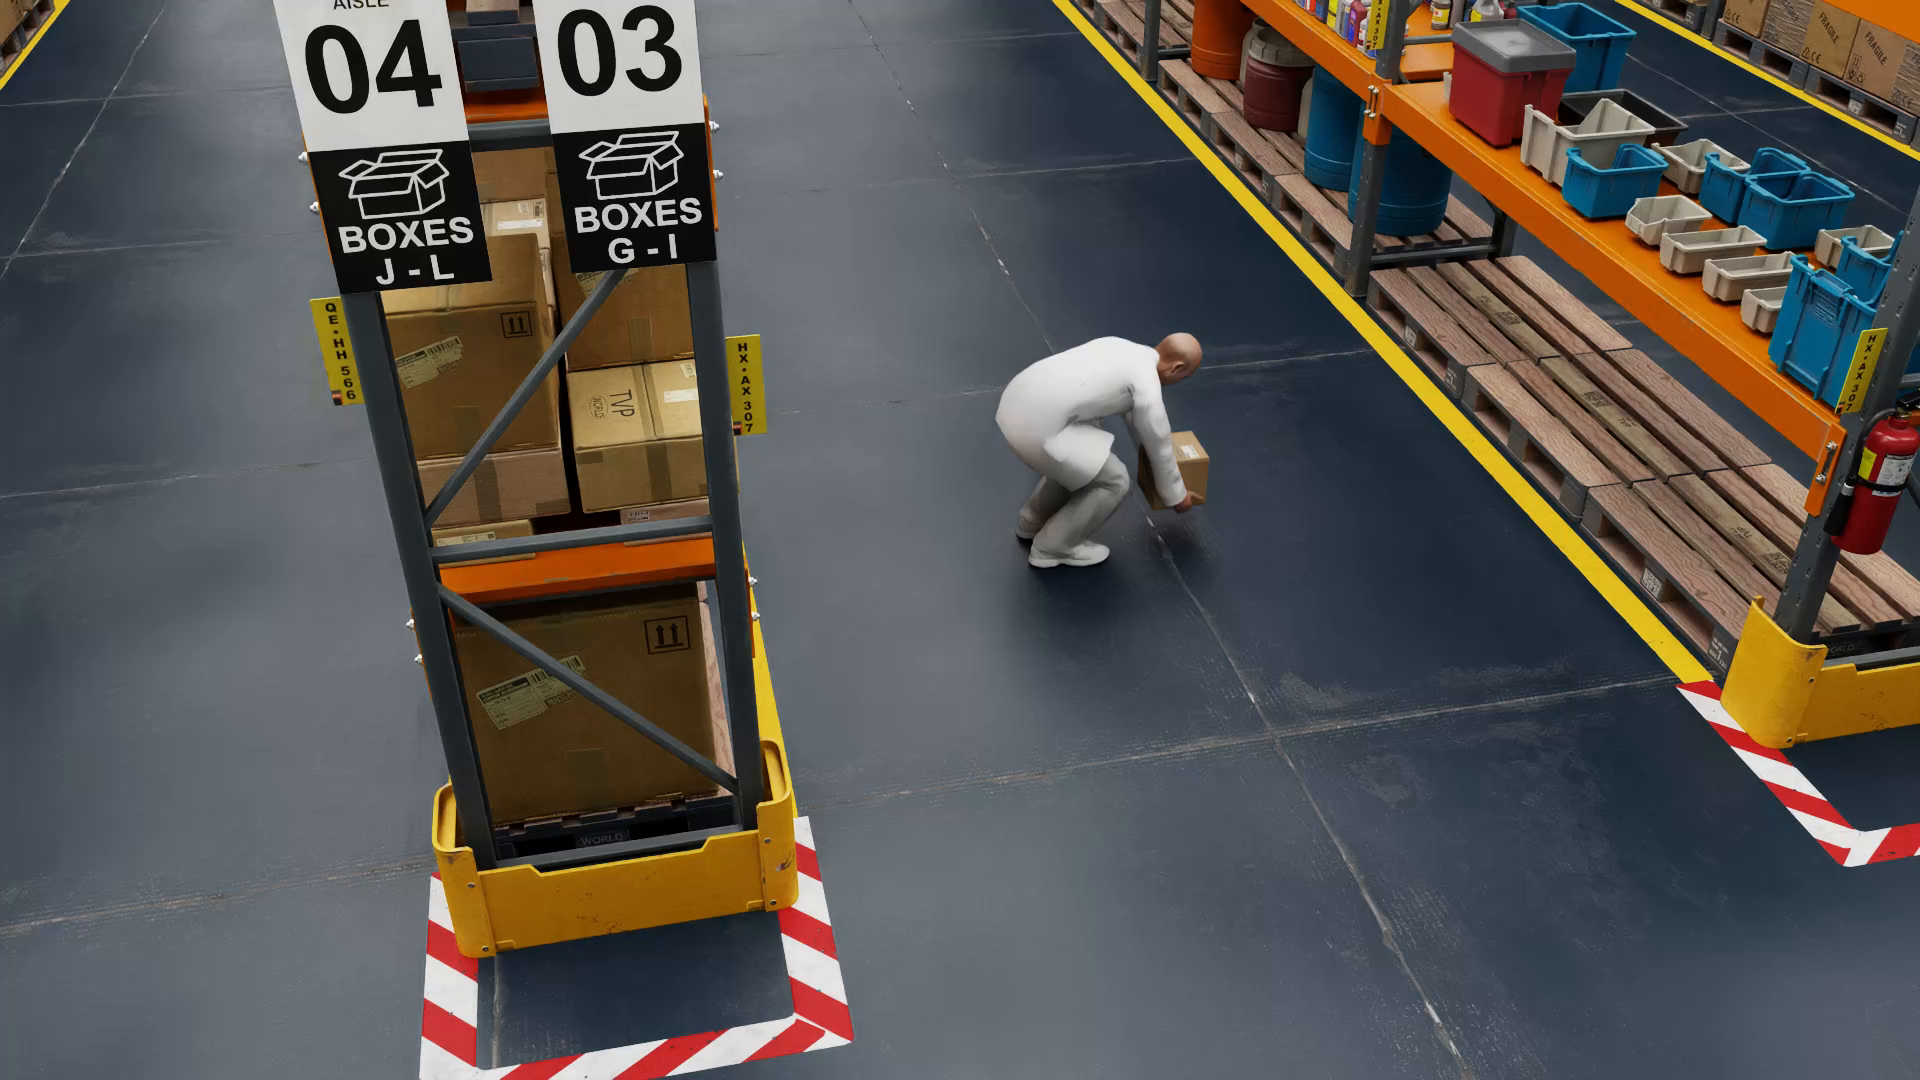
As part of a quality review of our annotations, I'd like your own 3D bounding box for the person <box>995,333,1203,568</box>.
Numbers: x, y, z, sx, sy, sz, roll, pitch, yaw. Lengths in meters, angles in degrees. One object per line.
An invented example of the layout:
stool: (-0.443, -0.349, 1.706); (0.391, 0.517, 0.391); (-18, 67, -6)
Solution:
person: (0.623, -0.416, 7.462); (0.945, 1.010, 0.594); (-9, 35, -13)
